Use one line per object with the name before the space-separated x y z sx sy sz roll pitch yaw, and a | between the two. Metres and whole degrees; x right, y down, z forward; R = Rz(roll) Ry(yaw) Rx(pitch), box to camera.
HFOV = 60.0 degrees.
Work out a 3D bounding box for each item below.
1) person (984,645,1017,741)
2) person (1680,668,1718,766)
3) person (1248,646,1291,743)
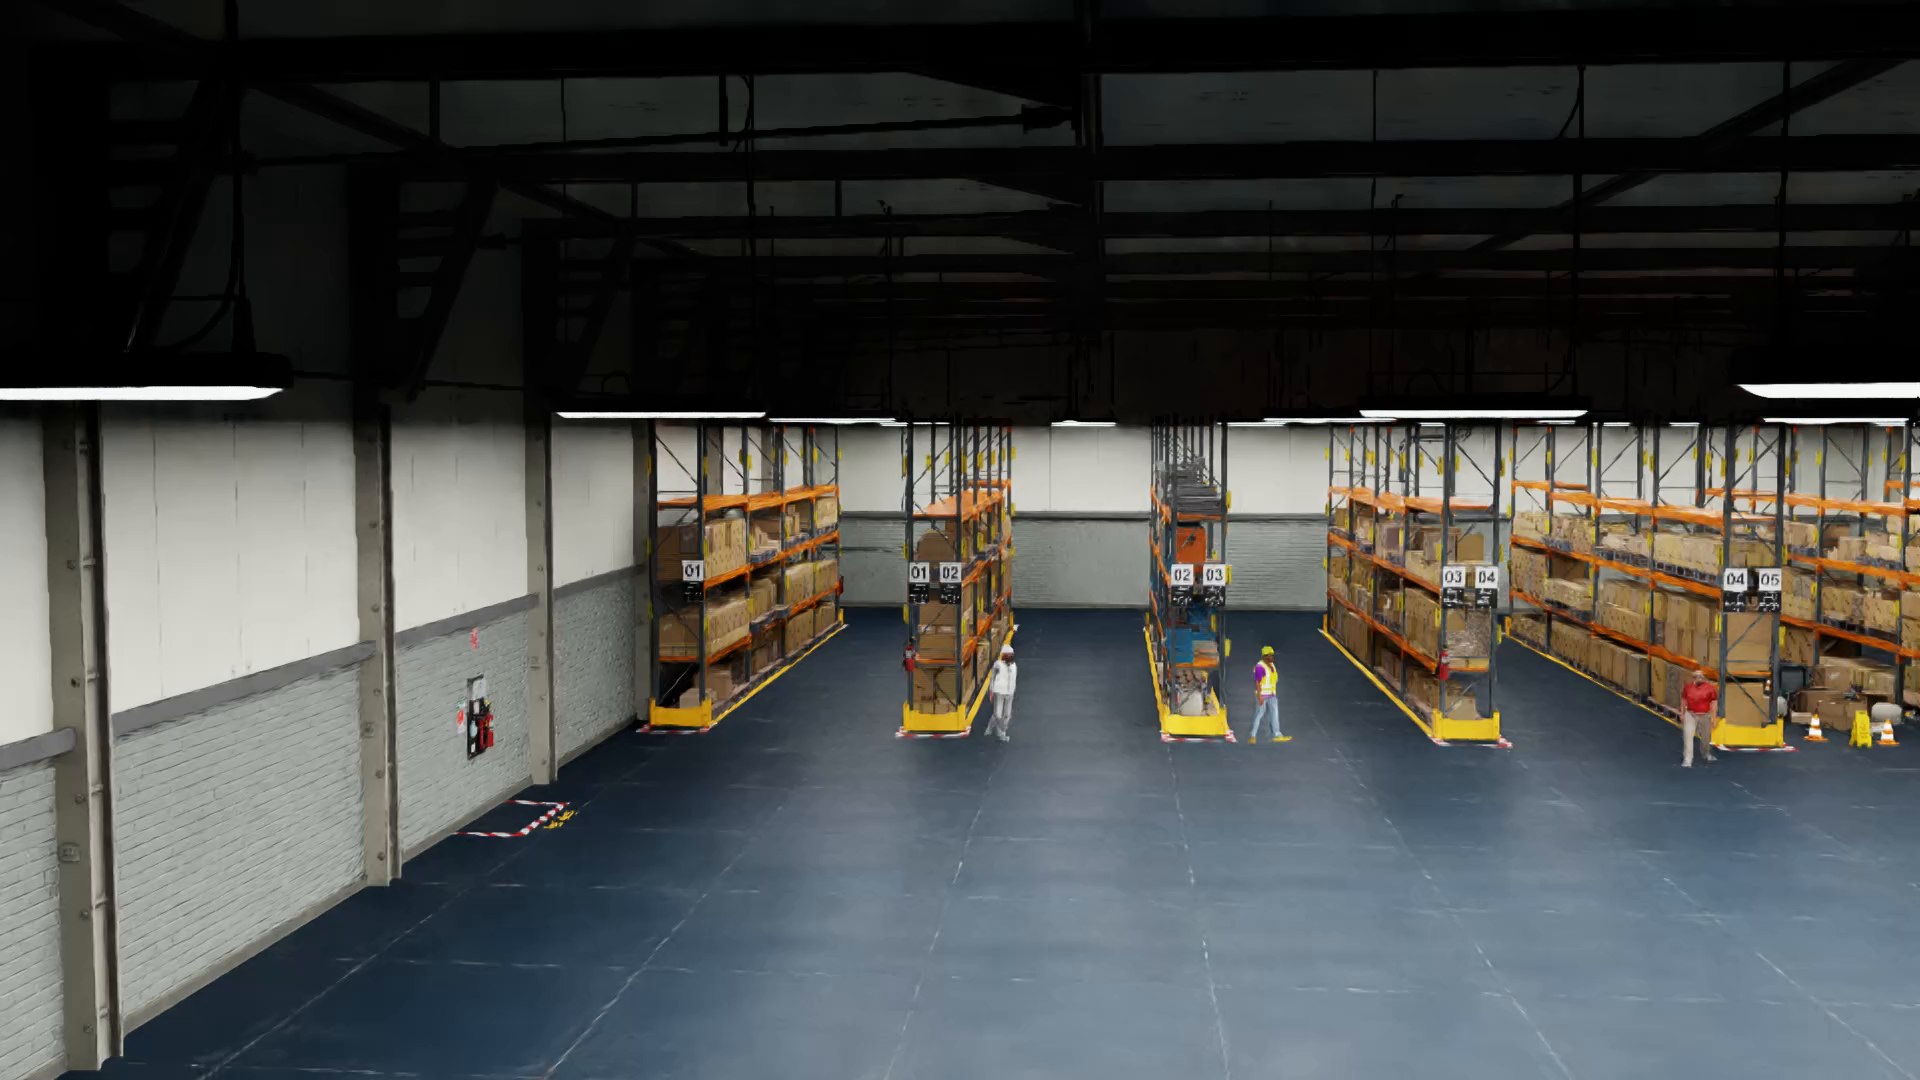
person | 0.763 2.789 30.520 0.585 1.768 0.558 -2 5 -32
person | 12.540 2.990 28.226 0.585 1.660 0.977 2 4 25
person | 5.565 2.772 30.173 0.567 1.699 0.659 4 5 43
